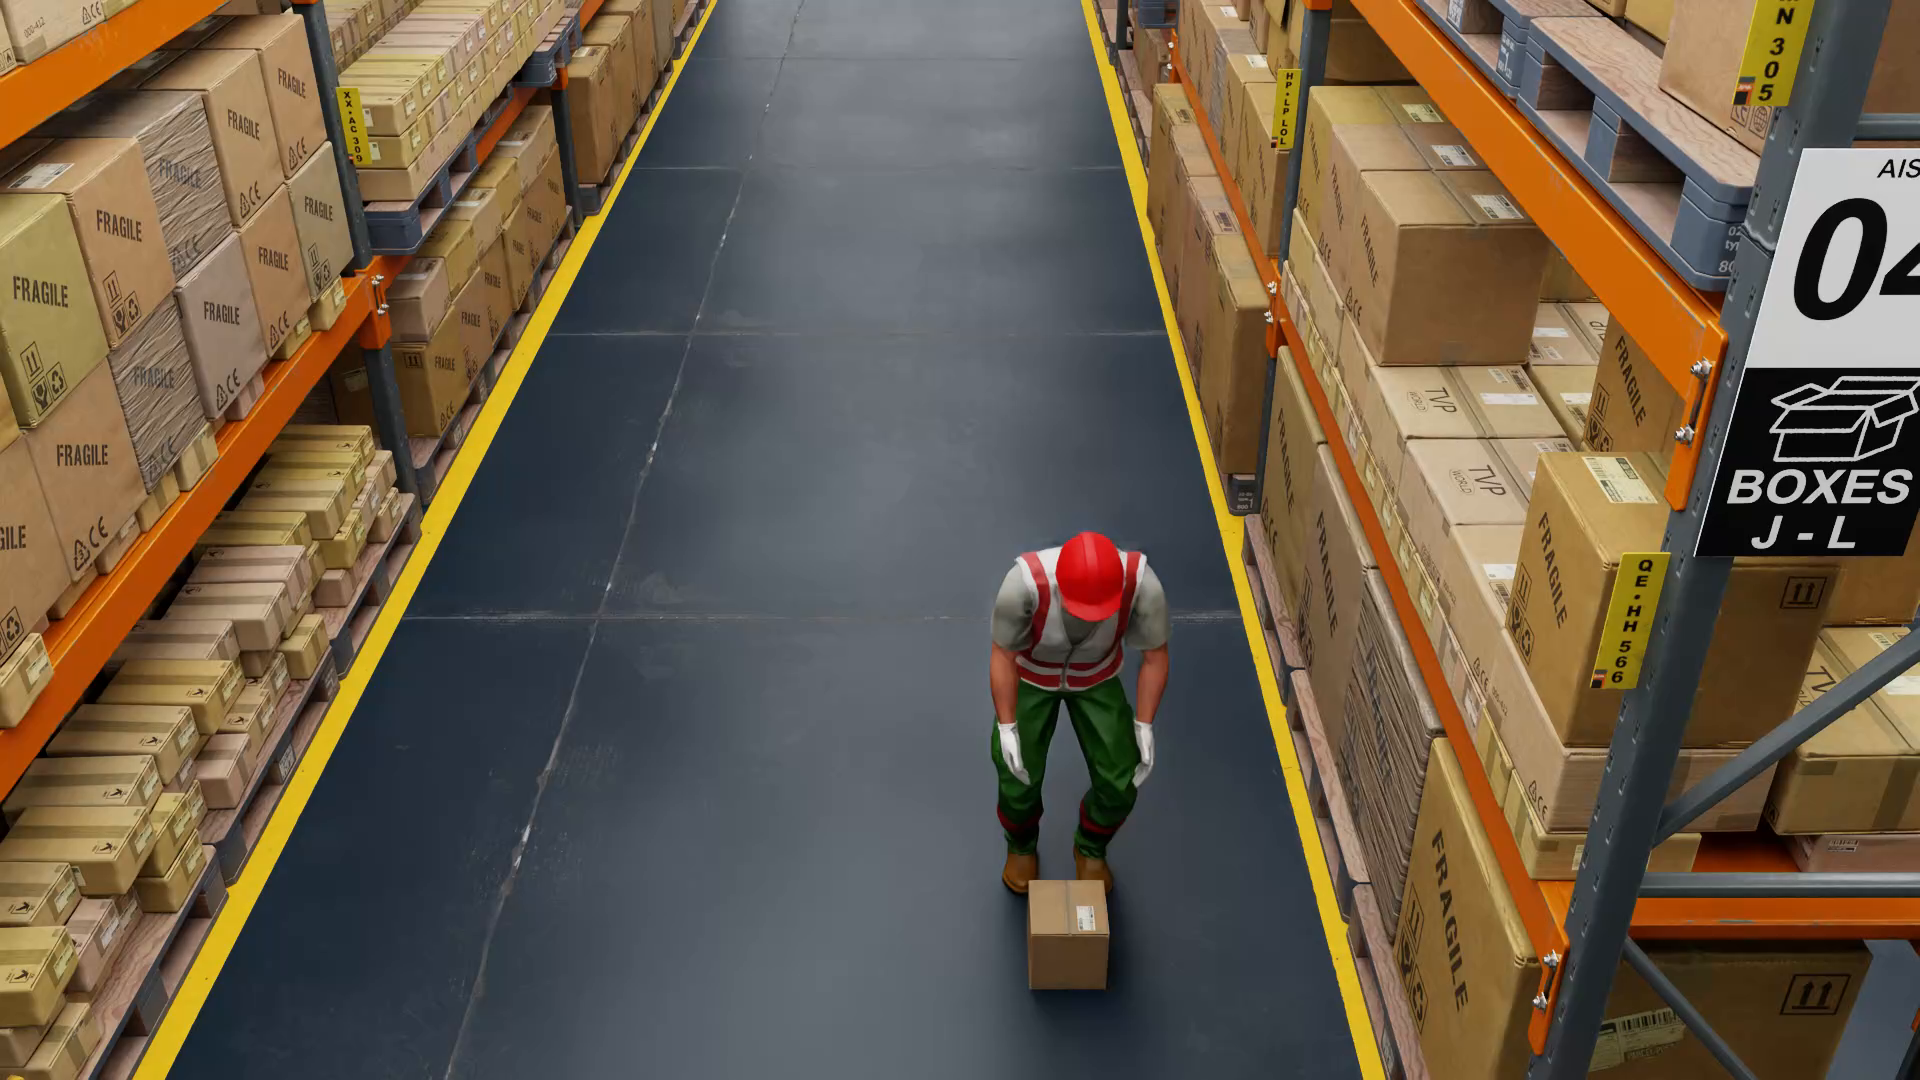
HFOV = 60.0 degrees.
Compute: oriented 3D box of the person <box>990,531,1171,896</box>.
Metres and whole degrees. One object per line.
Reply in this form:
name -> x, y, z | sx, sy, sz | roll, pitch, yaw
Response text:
person -> 3.630, -2.317, 10.181 | 7.045, 1.528, 11.702 | 0, 31, 0
